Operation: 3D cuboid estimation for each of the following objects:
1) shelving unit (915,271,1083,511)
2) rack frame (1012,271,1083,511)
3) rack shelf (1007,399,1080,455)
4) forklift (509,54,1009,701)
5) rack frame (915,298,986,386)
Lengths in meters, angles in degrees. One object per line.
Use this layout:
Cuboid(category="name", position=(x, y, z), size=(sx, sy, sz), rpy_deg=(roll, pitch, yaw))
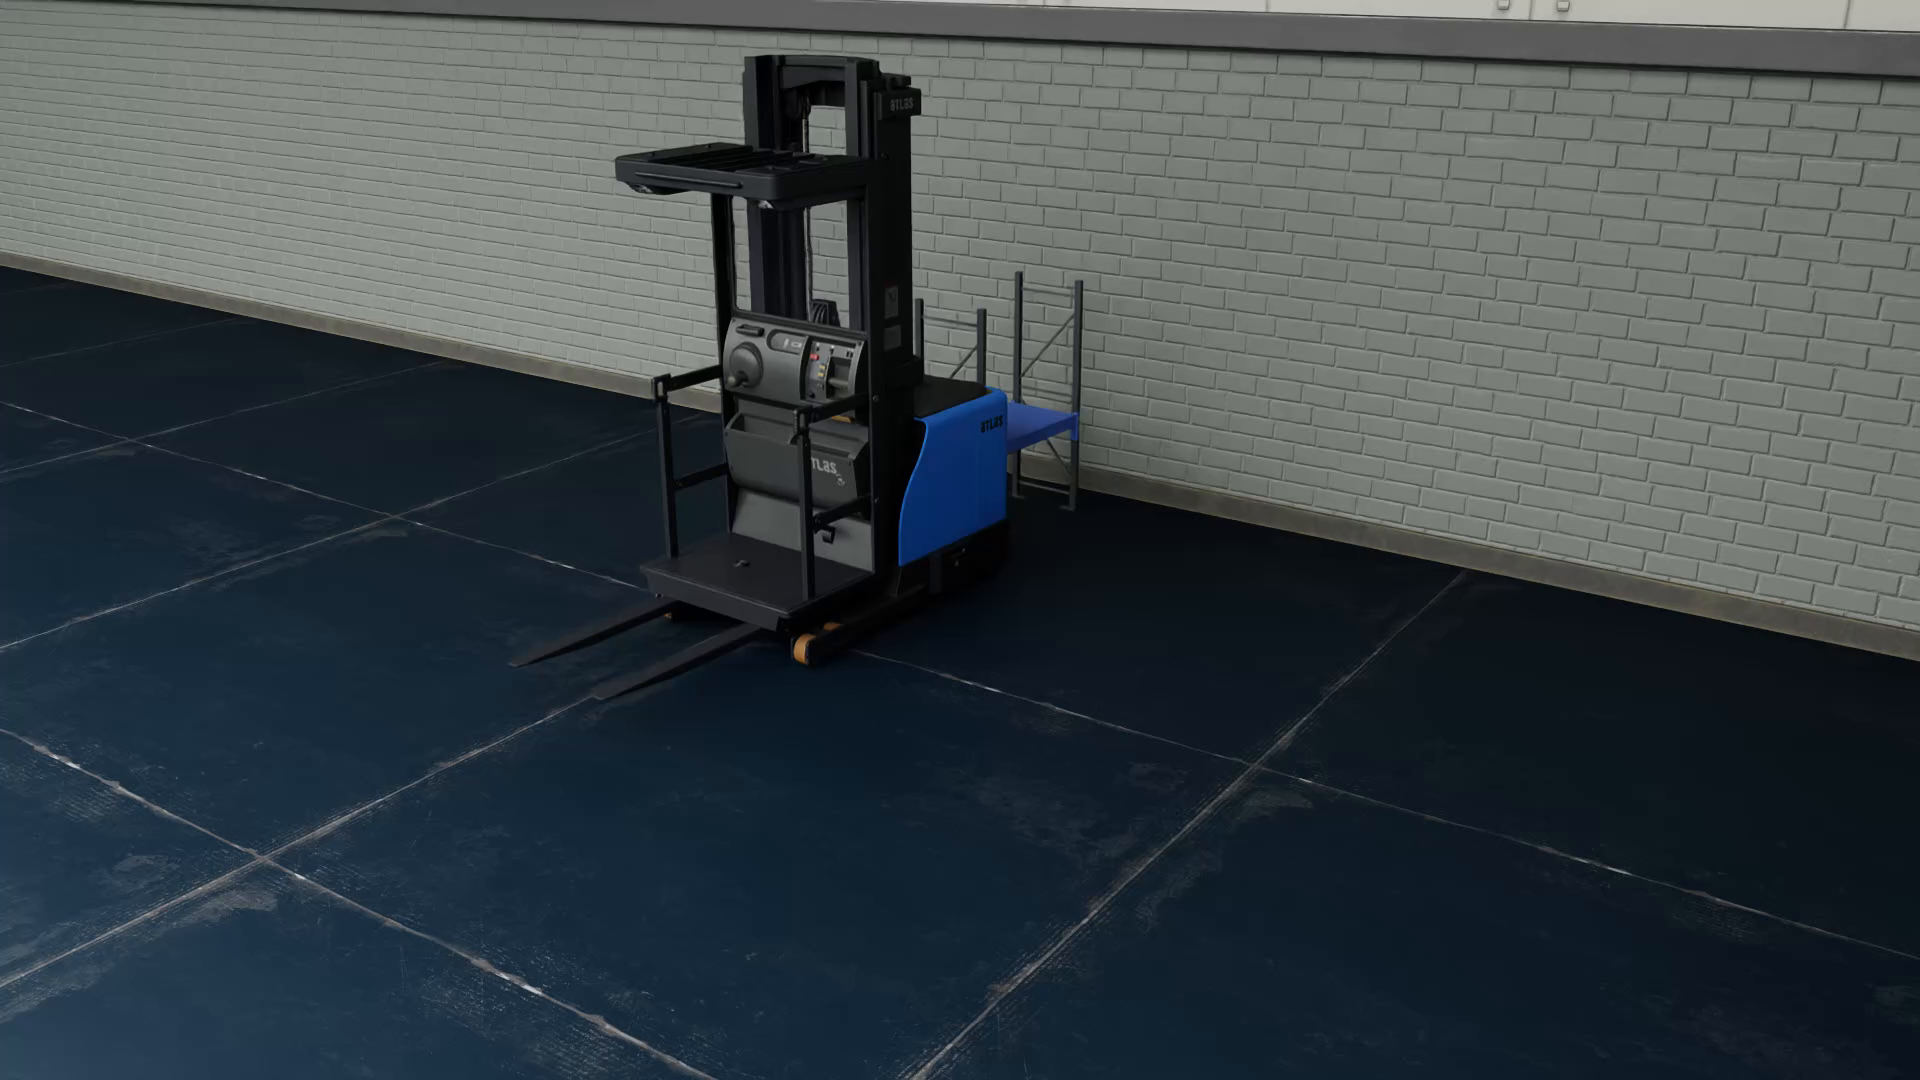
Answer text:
Cuboid(category="shelving unit", position=(0.248, -0.809, 10.290), size=(0.538, 1.500, 1.048), rpy_deg=(15, 25, 34))
Cuboid(category="rack frame", position=(0.554, -0.950, 10.671), size=(0.500, 1.500, 0.032), rpy_deg=(15, 25, 34))
Cuboid(category="rack shelf", position=(0.248, -0.640, 10.353), size=(0.538, 0.185, 1.000), rpy_deg=(15, 25, 34))
Cuboid(category="forklift", position=(-1.000, -0.921, 8.529), size=(1.130, 2.935, 3.031), rpy_deg=(15, 25, 34))
Cuboid(category="rack frame", position=(-0.057, -0.668, 9.909), size=(0.500, 1.500, 0.032), rpy_deg=(15, 25, 34))
